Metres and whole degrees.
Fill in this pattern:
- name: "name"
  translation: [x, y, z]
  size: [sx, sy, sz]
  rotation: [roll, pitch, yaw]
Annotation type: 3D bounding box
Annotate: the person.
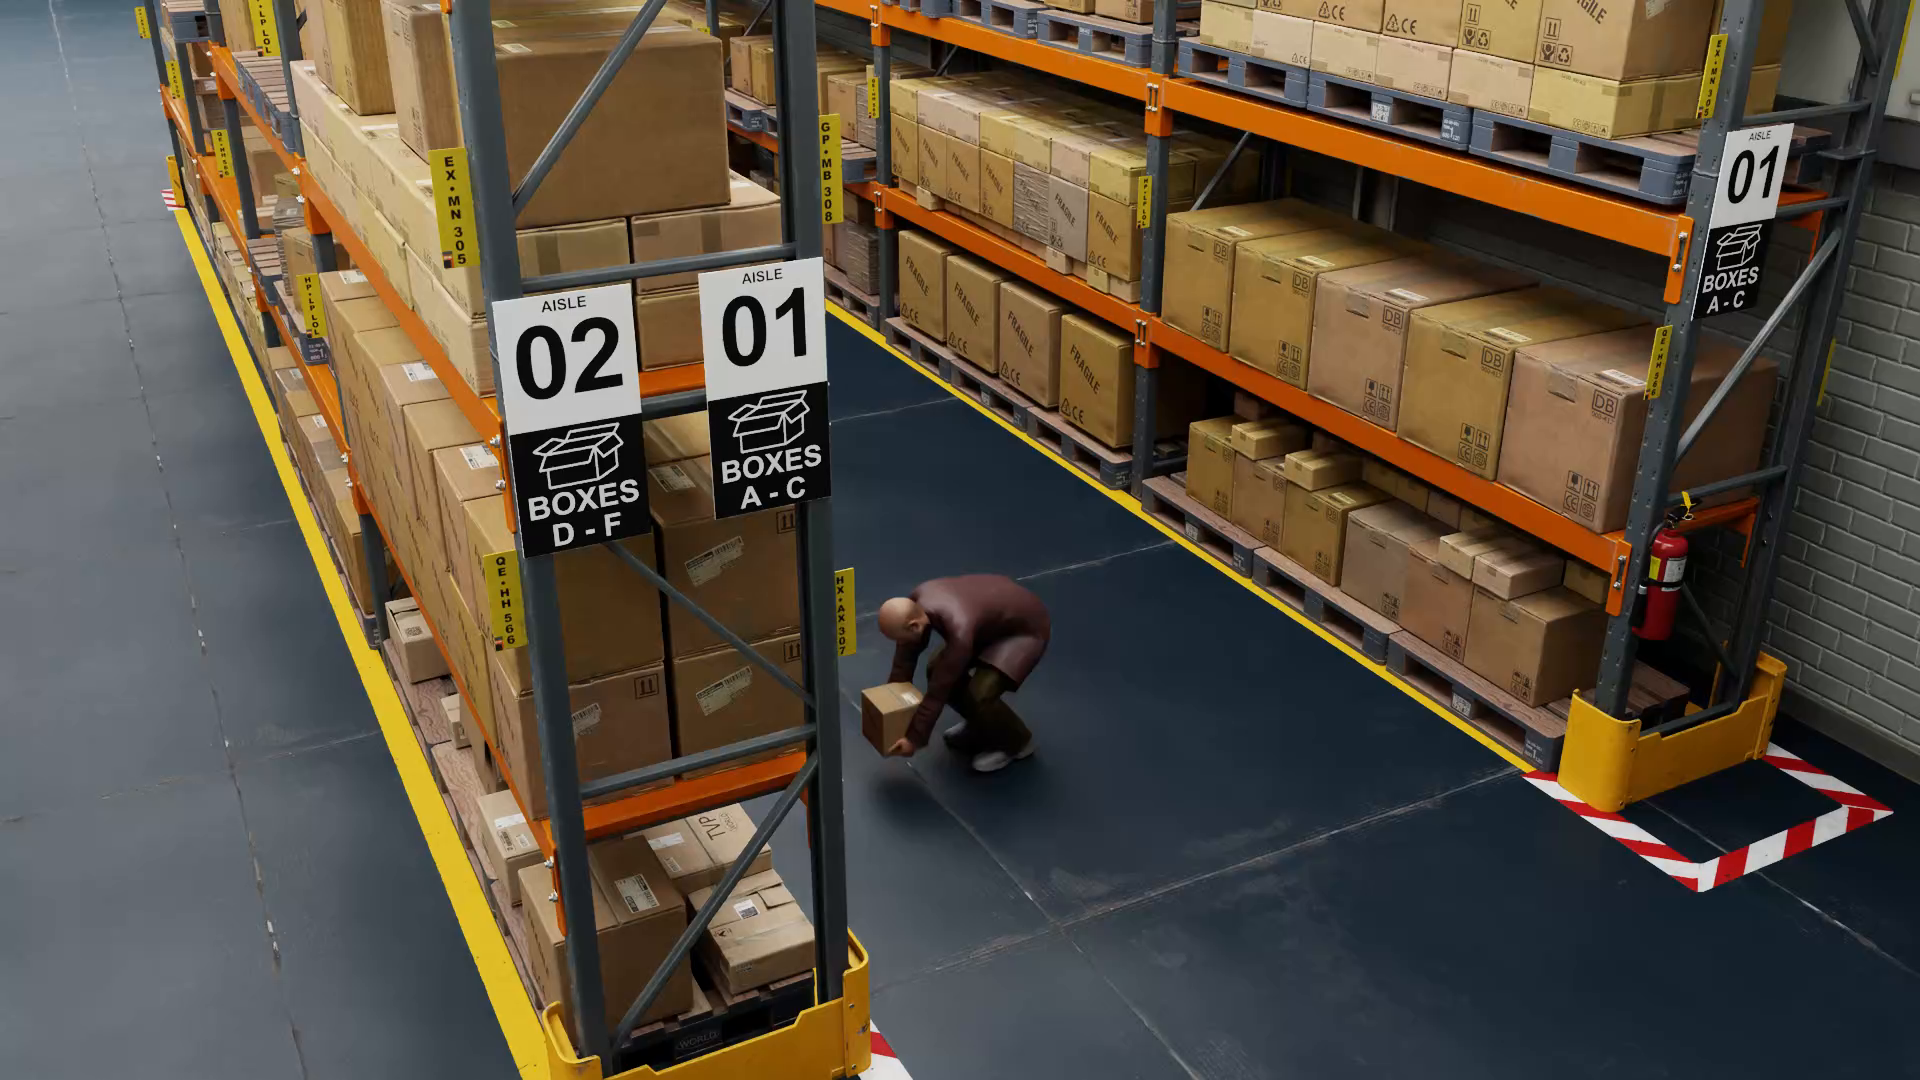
- name: "person"
  translation: [0.009, 0.649, 8.172]
  size: [0.952, 0.989, 0.594]
  rotation: [-14, 29, -27]
